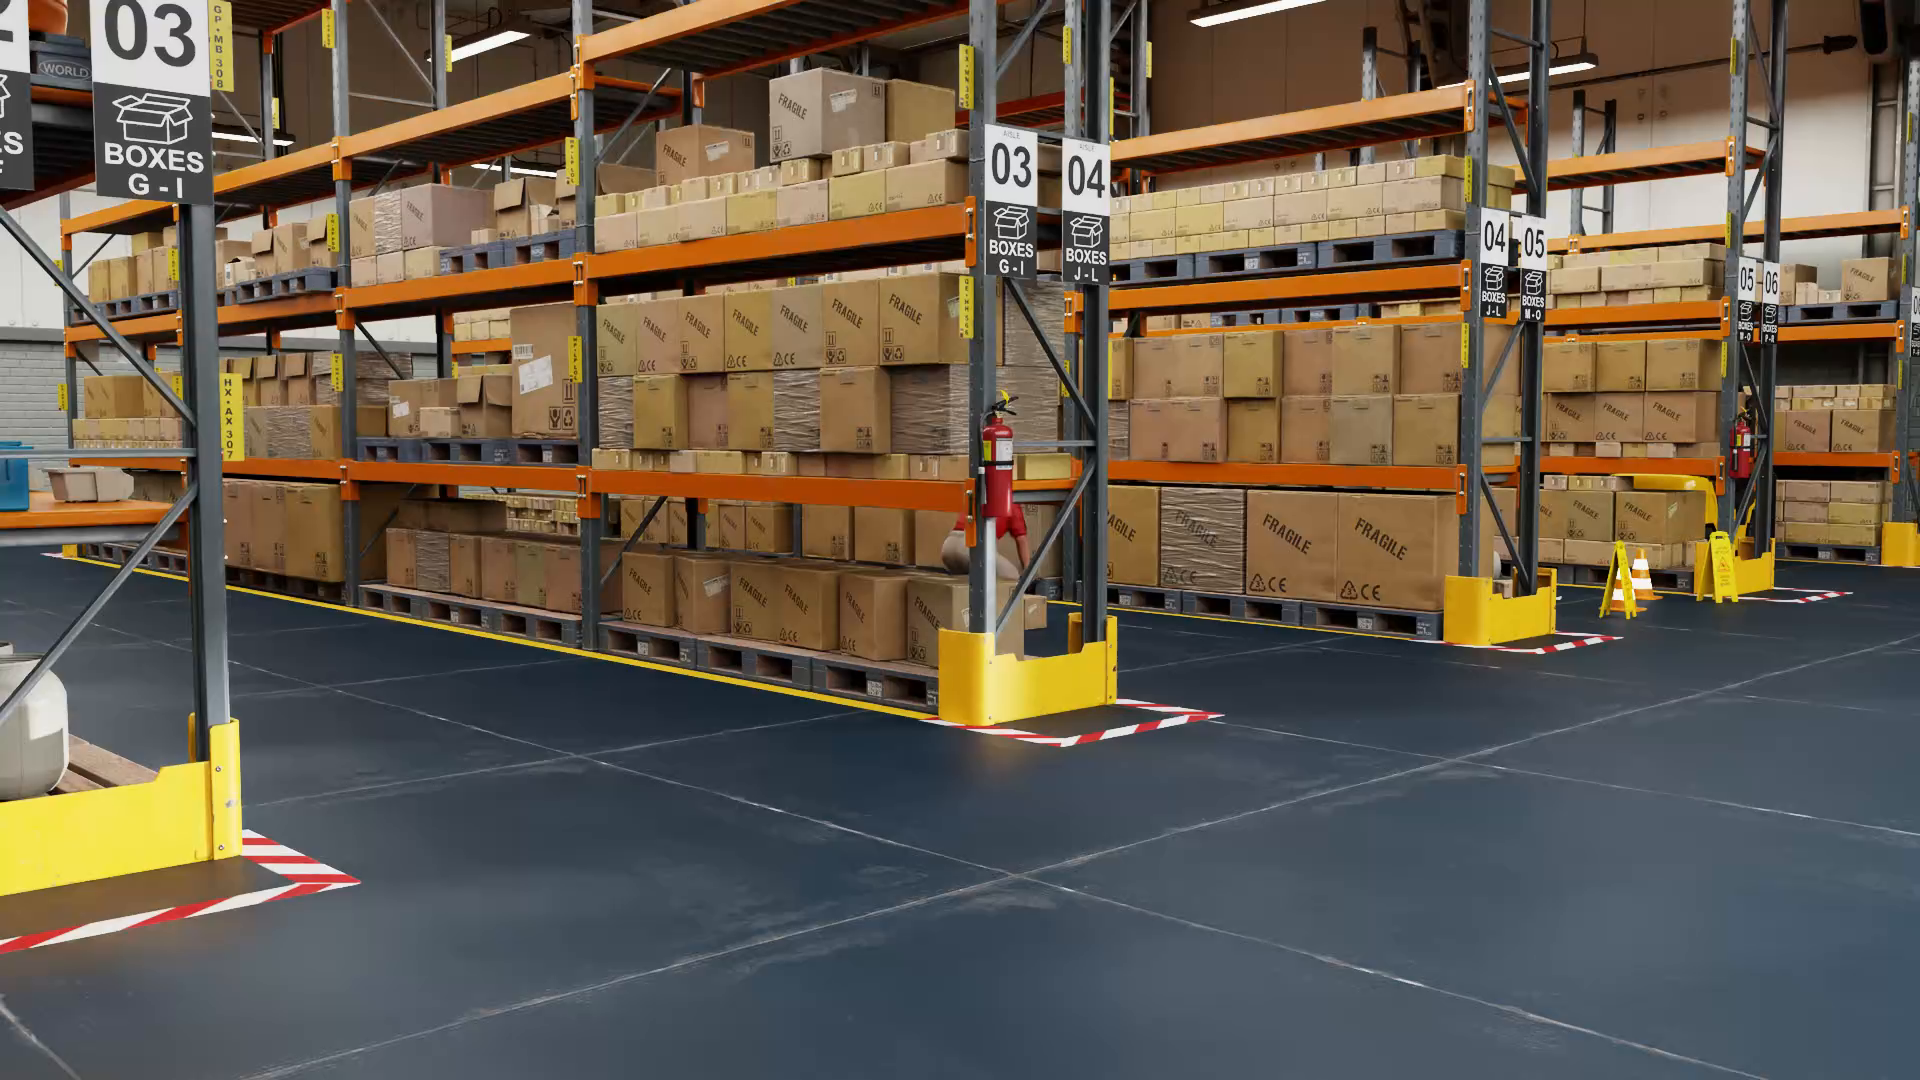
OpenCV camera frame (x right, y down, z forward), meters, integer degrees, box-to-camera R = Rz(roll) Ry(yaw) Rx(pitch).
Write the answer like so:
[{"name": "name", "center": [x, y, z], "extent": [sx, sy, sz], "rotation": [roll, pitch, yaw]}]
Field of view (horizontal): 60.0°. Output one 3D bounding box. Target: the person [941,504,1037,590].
[{"name": "person", "center": [0.193, 0.089, 13.026], "extent": [0.805, 1.131, 0.580], "rotation": [-4, 5, -44]}]
